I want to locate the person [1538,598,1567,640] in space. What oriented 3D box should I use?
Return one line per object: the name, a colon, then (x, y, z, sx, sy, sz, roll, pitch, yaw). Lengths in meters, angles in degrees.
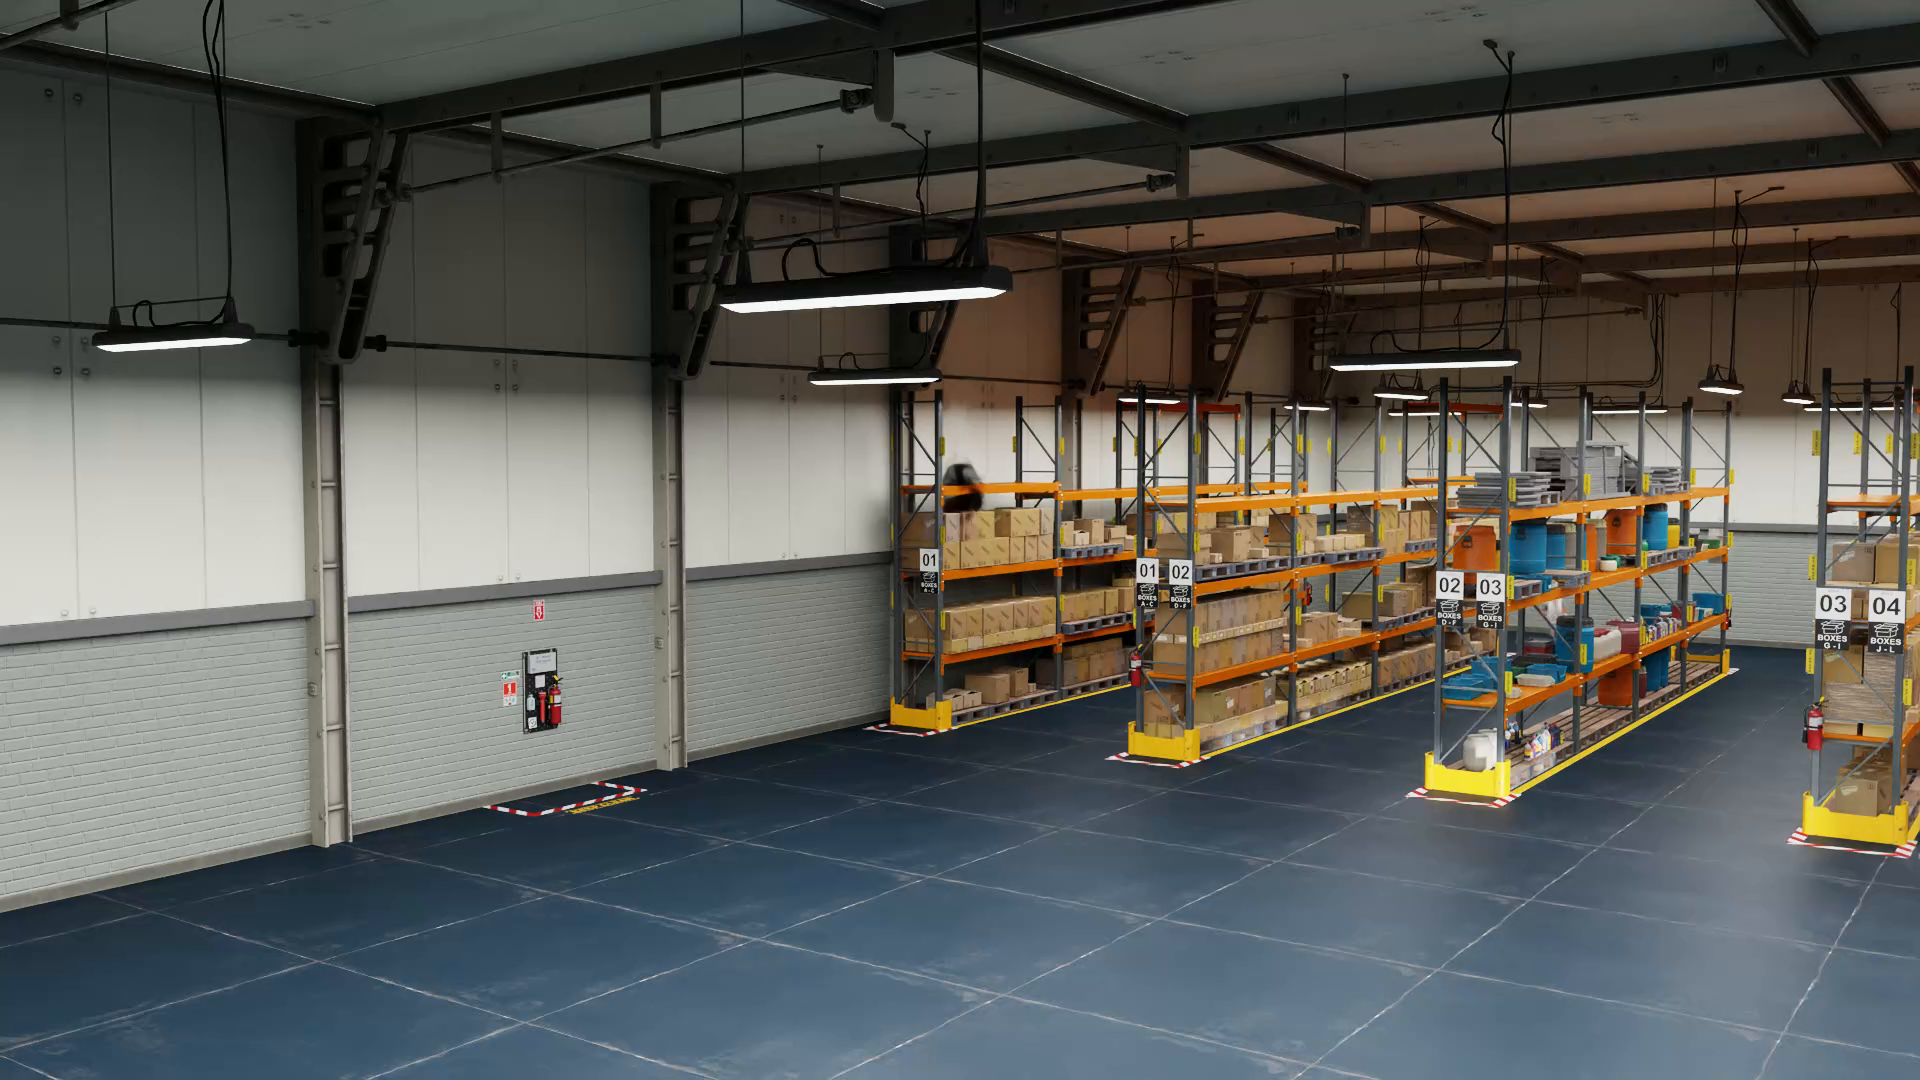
person: (13.929, 1.966, 38.996, 0.747, 1.728, 0.815, 0, 3, -1)
